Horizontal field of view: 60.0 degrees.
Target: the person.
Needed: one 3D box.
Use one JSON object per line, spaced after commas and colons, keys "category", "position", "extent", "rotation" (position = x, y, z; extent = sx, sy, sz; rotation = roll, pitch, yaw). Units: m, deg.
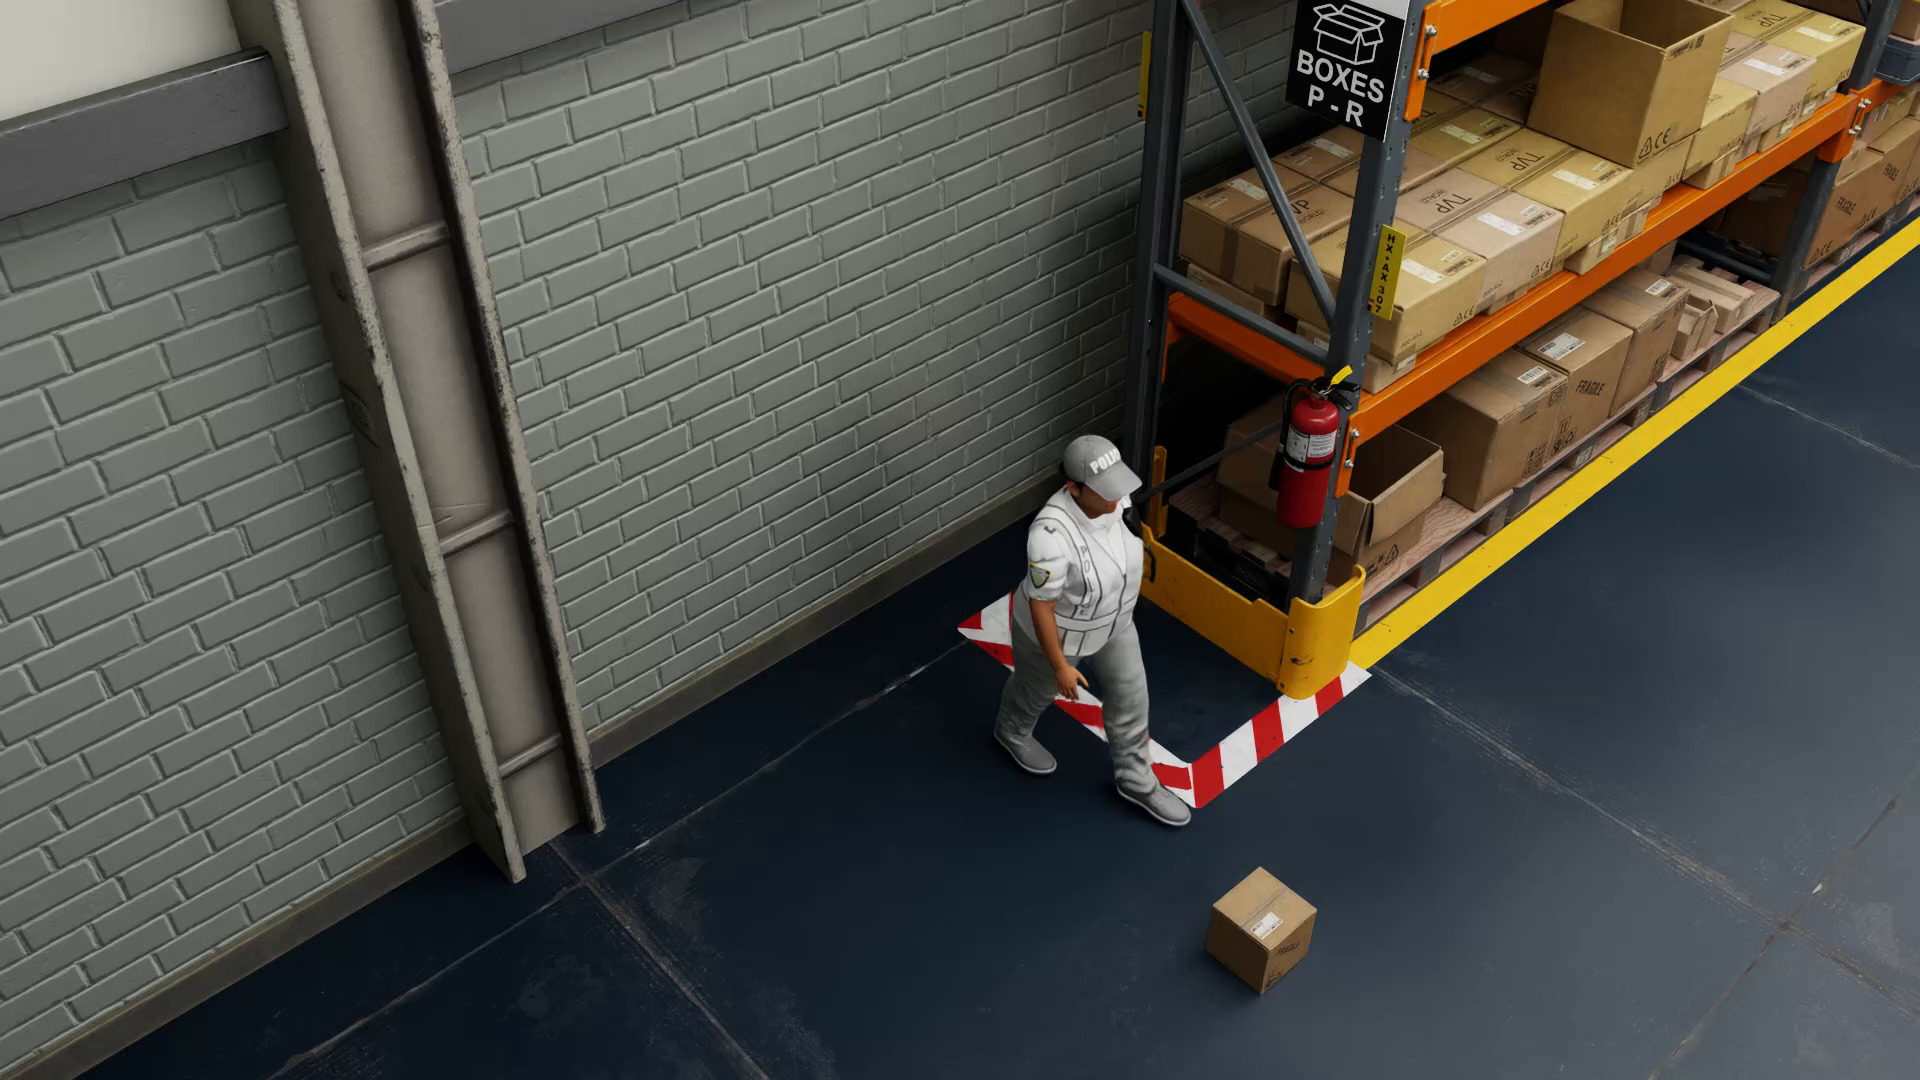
{"category": "person", "position": [0.435, 0.317, 5.763], "extent": [0.496, 1.636, 0.808], "rotation": [-30, 49, -31]}
